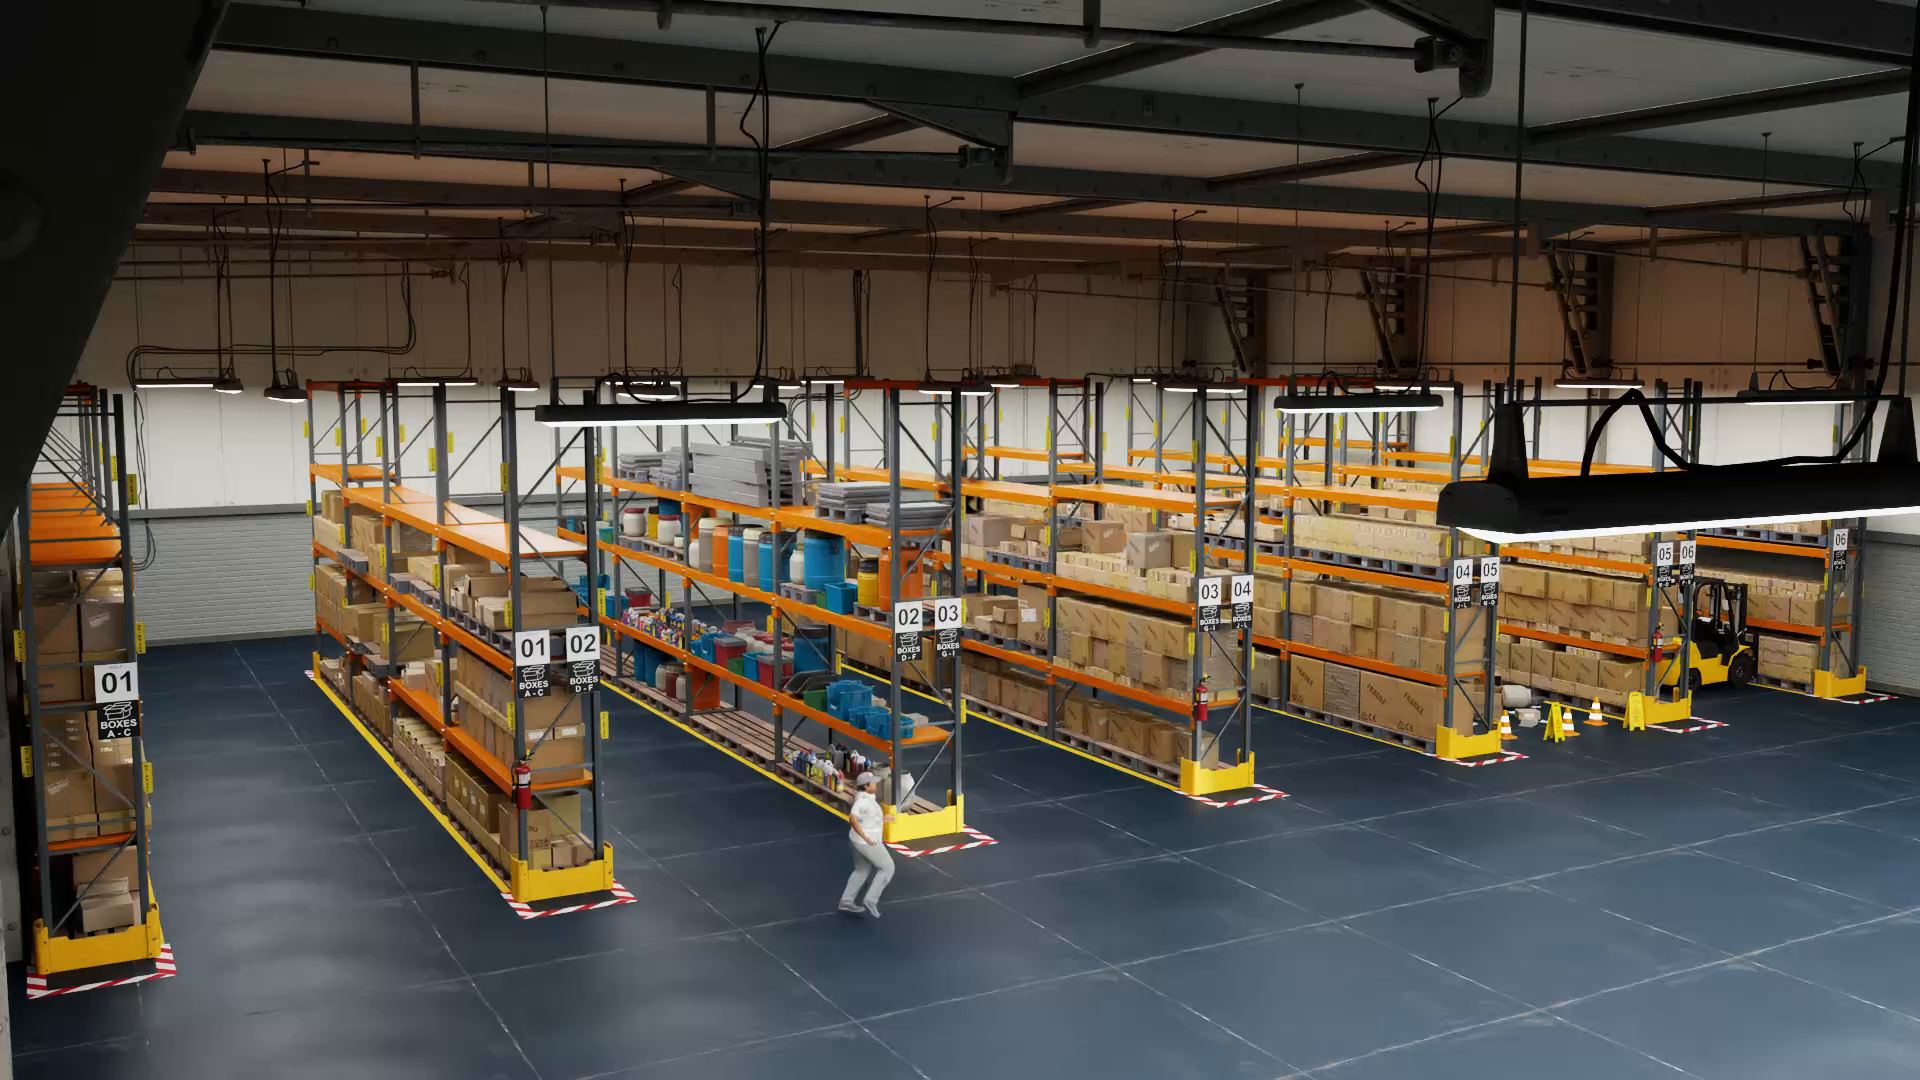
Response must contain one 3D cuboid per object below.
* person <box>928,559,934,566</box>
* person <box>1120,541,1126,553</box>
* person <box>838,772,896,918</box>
[{"bbox_3d":[-0.663,1.160,41.225,0.537,1.620,0.765,4,7,34],"label":"person"},{"bbox_3d":[4.406,0.759,44.591,0.860,1.688,0.589,1,6,6],"label":"person"},{"bbox_3d":[-1.049,3.494,19.087,0.685,1.687,0.579,-1,6,-14],"label":"person"}]
